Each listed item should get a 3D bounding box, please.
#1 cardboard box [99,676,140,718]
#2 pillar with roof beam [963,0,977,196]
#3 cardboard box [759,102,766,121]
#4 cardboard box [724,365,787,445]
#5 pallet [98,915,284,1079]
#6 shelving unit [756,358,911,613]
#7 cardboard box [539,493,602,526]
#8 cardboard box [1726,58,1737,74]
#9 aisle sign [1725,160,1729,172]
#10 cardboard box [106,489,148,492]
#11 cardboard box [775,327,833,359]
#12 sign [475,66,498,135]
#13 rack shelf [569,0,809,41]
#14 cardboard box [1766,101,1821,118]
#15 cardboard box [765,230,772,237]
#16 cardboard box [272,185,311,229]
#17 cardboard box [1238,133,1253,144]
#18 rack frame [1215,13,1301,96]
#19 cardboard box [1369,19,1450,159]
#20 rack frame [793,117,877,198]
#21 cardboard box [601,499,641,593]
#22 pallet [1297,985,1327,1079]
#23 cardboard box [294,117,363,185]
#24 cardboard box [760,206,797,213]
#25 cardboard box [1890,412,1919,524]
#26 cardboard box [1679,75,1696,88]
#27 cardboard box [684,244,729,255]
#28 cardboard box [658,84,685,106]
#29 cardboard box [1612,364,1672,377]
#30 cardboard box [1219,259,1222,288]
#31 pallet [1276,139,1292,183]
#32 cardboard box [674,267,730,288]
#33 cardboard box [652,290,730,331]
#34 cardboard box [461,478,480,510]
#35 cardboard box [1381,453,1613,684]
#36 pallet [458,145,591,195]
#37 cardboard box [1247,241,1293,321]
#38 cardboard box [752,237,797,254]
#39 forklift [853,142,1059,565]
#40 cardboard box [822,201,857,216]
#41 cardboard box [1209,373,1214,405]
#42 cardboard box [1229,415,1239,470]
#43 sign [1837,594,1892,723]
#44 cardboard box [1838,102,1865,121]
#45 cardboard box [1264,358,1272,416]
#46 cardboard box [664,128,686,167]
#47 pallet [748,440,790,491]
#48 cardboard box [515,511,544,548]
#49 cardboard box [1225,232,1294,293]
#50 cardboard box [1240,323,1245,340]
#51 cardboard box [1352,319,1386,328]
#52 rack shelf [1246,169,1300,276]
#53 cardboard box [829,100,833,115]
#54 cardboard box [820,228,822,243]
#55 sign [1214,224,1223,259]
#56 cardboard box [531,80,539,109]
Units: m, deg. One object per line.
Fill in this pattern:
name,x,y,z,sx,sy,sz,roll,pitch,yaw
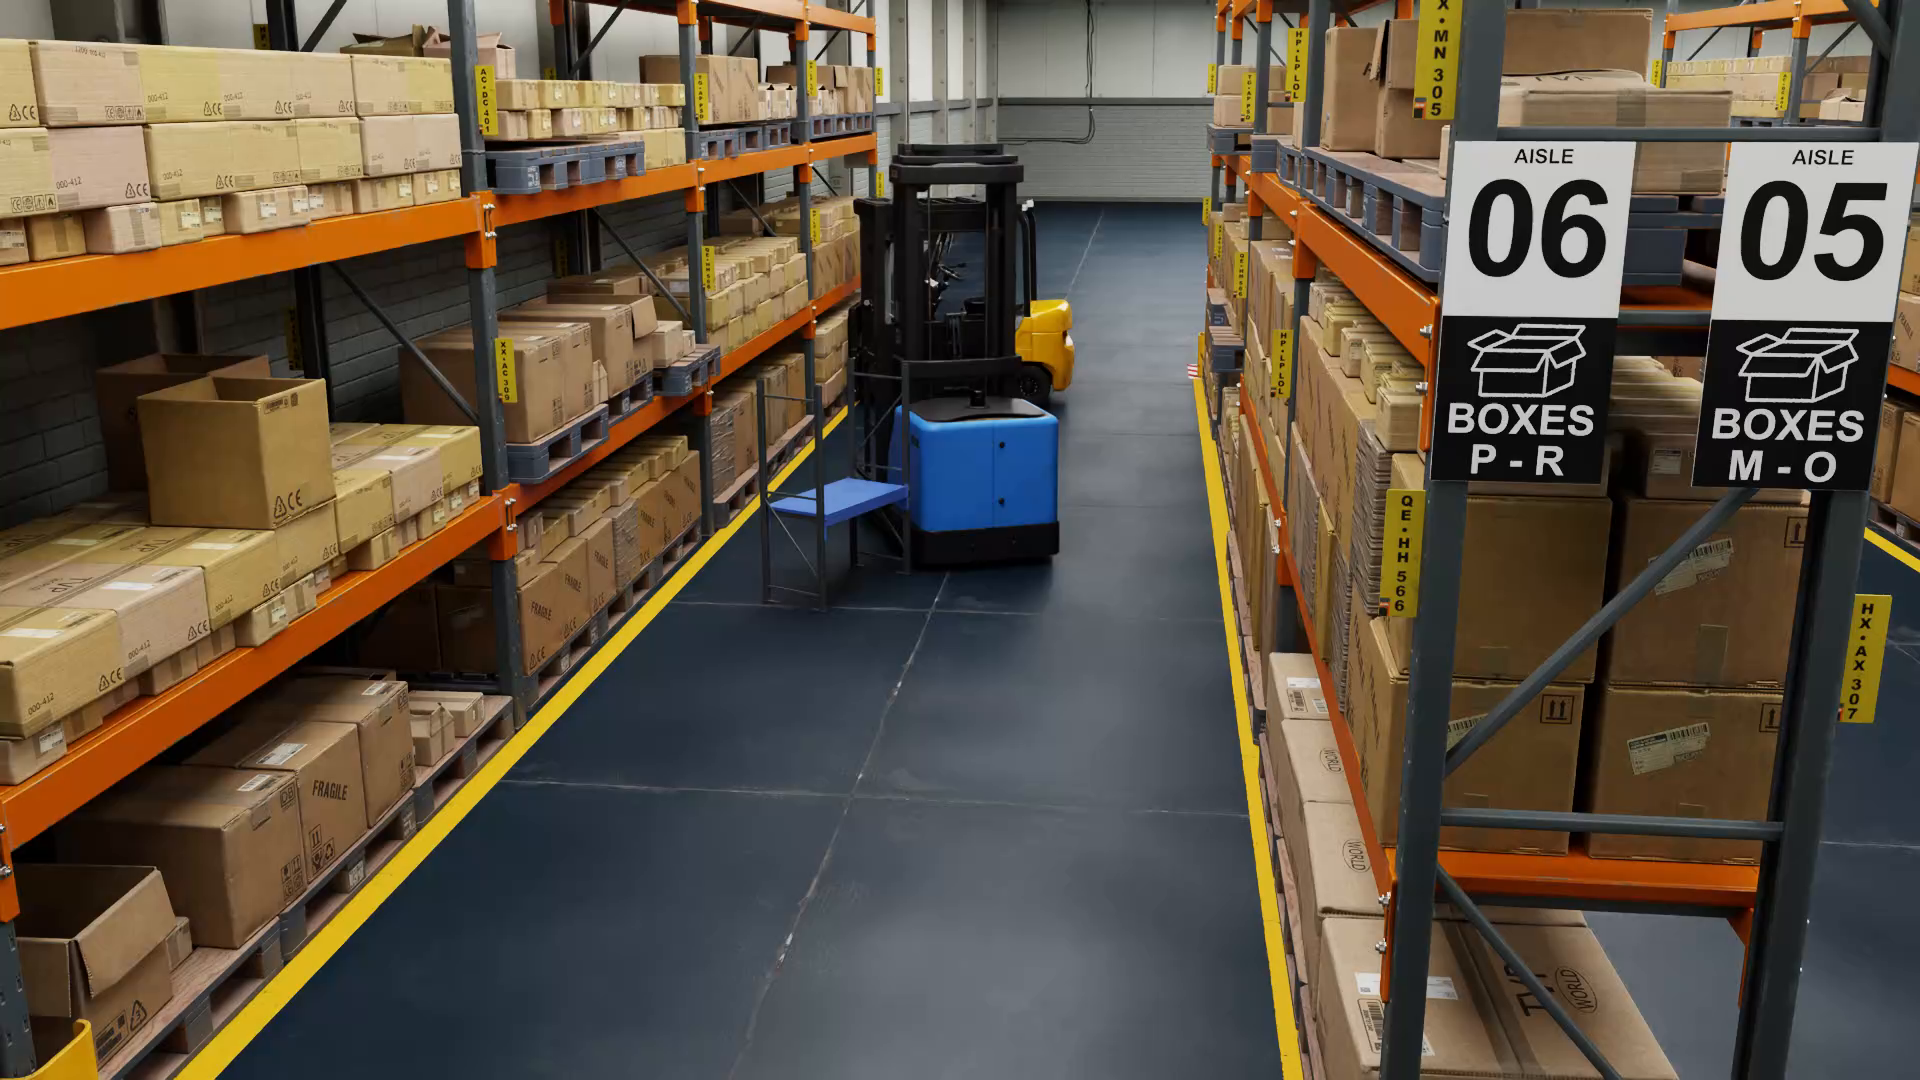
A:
cardboard box,-3.010,0.490,5.585,0.380,0.149,0.250,1,15,6
pillar with roof beam,4.519,-12.407,41.307,9.100,9.000,0.400,2,15,6
cardboard box,-1.853,-3.613,14.017,0.380,0.149,0.250,2,15,6
cardboard box,-2.087,-1.250,15.282,0.875,0.625,0.625,2,15,6
pallet,-3.200,1.702,5.963,1.003,0.211,1.213,2,15,6
shelving unit,-0.833,-0.398,11.260,0.538,1.500,1.048,9,18,30
cardboard box,-2.456,-0.190,10.359,0.380,0.149,0.250,2,15,8
cardboard box,7.786,-4.659,16.357,0.380,0.149,0.250,2,15,6
aisle sign,8.676,-4.567,18.825,0.394,0.787,0.004,2,15,6
cardboard box,-3.280,-0.142,7.157,0.500,0.250,0.500,2,15,7
cardboard box,-1.577,-2.004,16.875,0.500,0.250,0.500,1,15,5
sign,-2.306,-2.139,8.087,0.100,0.325,0.005,2,15,6
rack shelf,-2.169,-4.367,13.716,1.077,0.370,4.000,2,15,6
cardboard box,7.642,-3.947,15.250,0.380,0.149,0.250,2,15,6
cardboard box,-2.131,-3.117,17.007,0.380,0.149,0.250,2,15,8
cardboard box,-2.738,-1.280,6.383,0.380,0.149,0.250,2,15,7
cardboard box,2.721,-3.802,15.712,0.380,0.149,0.250,2,15,7
rack frame,3.440,-6.318,18.788,1.000,3.000,0.127,2,15,6
cardboard box,1.966,-1.708,6.291,0.797,0.503,0.637,3,15,11
rack frame,-1.492,-3.567,20.108,1.000,3.000,0.127,2,15,6
cardboard box,-2.393,0.028,10.796,0.500,0.500,0.500,1,15,4
pallet,1.647,1.864,5.364,1.003,0.211,1.213,2,15,6
cardboard box,-2.769,-1.574,6.708,0.500,0.250,0.500,2,15,7
cardboard box,-1.972,-3.523,17.938,0.380,0.149,0.250,2,15,8
cardboard box,7.625,-0.500,12.269,1.050,0.750,0.750,1,15,5
cardboard box,8.004,-4.823,17.728,0.500,0.250,0.500,2,15,6
cardboard box,-2.316,-2.607,15.122,0.380,0.149,0.250,2,15,6
cardboard box,-2.140,-3.106,11.610,0.380,0.149,0.250,2,15,8
cardboard box,2.041,-0.473,5.315,0.380,0.149,0.250,2,15,7
cardboard box,2.792,-2.699,16.136,0.500,0.500,0.500,1,15,5
pallet,2.394,-2.245,9.835,1.003,0.211,1.213,2,15,9
cardboard box,-2.034,-2.065,13.116,0.380,0.149,0.250,2,15,8
cardboard box,-2.077,-1.769,12.785,0.500,0.250,0.500,2,15,6
cardboard box,-2.631,-0.244,8.298,0.380,0.149,0.250,2,15,7
cardboard box,1.453,0.065,4.569,0.500,0.500,0.500,2,15,8
pallet,-2.703,-1.979,8.849,1.213,0.211,1.003,2,15,6
cardboard box,2.239,-1.757,11.308,0.500,0.500,0.500,1,15,4
cardboard box,-1.762,-2.796,15.822,0.380,0.149,0.250,2,15,8
forklift,-0.188,-1.582,12.897,1.130,2.935,3.031,-4,16,-16
cardboard box,-1.344,-3.706,18.619,0.380,0.149,0.250,2,15,8
cardboard box,2.839,-1.560,17.147,0.500,0.250,0.500,1,15,5
cardboard box,2.778,-0.816,14.162,0.950,0.372,0.625,2,15,8
sign,2.185,0.289,4.035,0.100,0.325,0.005,2,15,6
cardboard box,7.555,-3.581,13.898,0.250,0.149,0.380,2,15,6
cardboard box,1.996,-0.865,9.443,0.500,0.250,0.500,2,15,8
cardboard box,-2.212,-2.728,11.544,0.500,0.250,0.500,1,15,4
pallet,-2.123,-0.674,14.751,1.003,0.211,1.213,2,15,6
cardboard box,-2.560,-0.062,9.316,0.380,0.149,0.250,1,15,4
cardboard box,2.478,-2.275,13.762,0.500,0.500,0.500,1,15,4
cardboard box,2.299,-1.592,12.481,0.380,0.149,0.250,2,15,7
cardboard box,1.698,-0.747,6.328,0.380,0.149,0.250,2,15,6
rack shelf,2.312,-1.929,9.682,1.077,0.370,4.000,2,15,6
cardboard box,-1.505,-4.414,16.979,0.380,0.149,0.250,2,15,8
cardboard box,-1.617,-3.102,16.952,0.380,0.149,0.250,2,15,6
sign,2.449,-2.817,15.673,0.100,0.325,0.005,2,15,6
cardboard box,-2.418,-2.312,8.635,0.380,0.149,0.250,2,15,7
